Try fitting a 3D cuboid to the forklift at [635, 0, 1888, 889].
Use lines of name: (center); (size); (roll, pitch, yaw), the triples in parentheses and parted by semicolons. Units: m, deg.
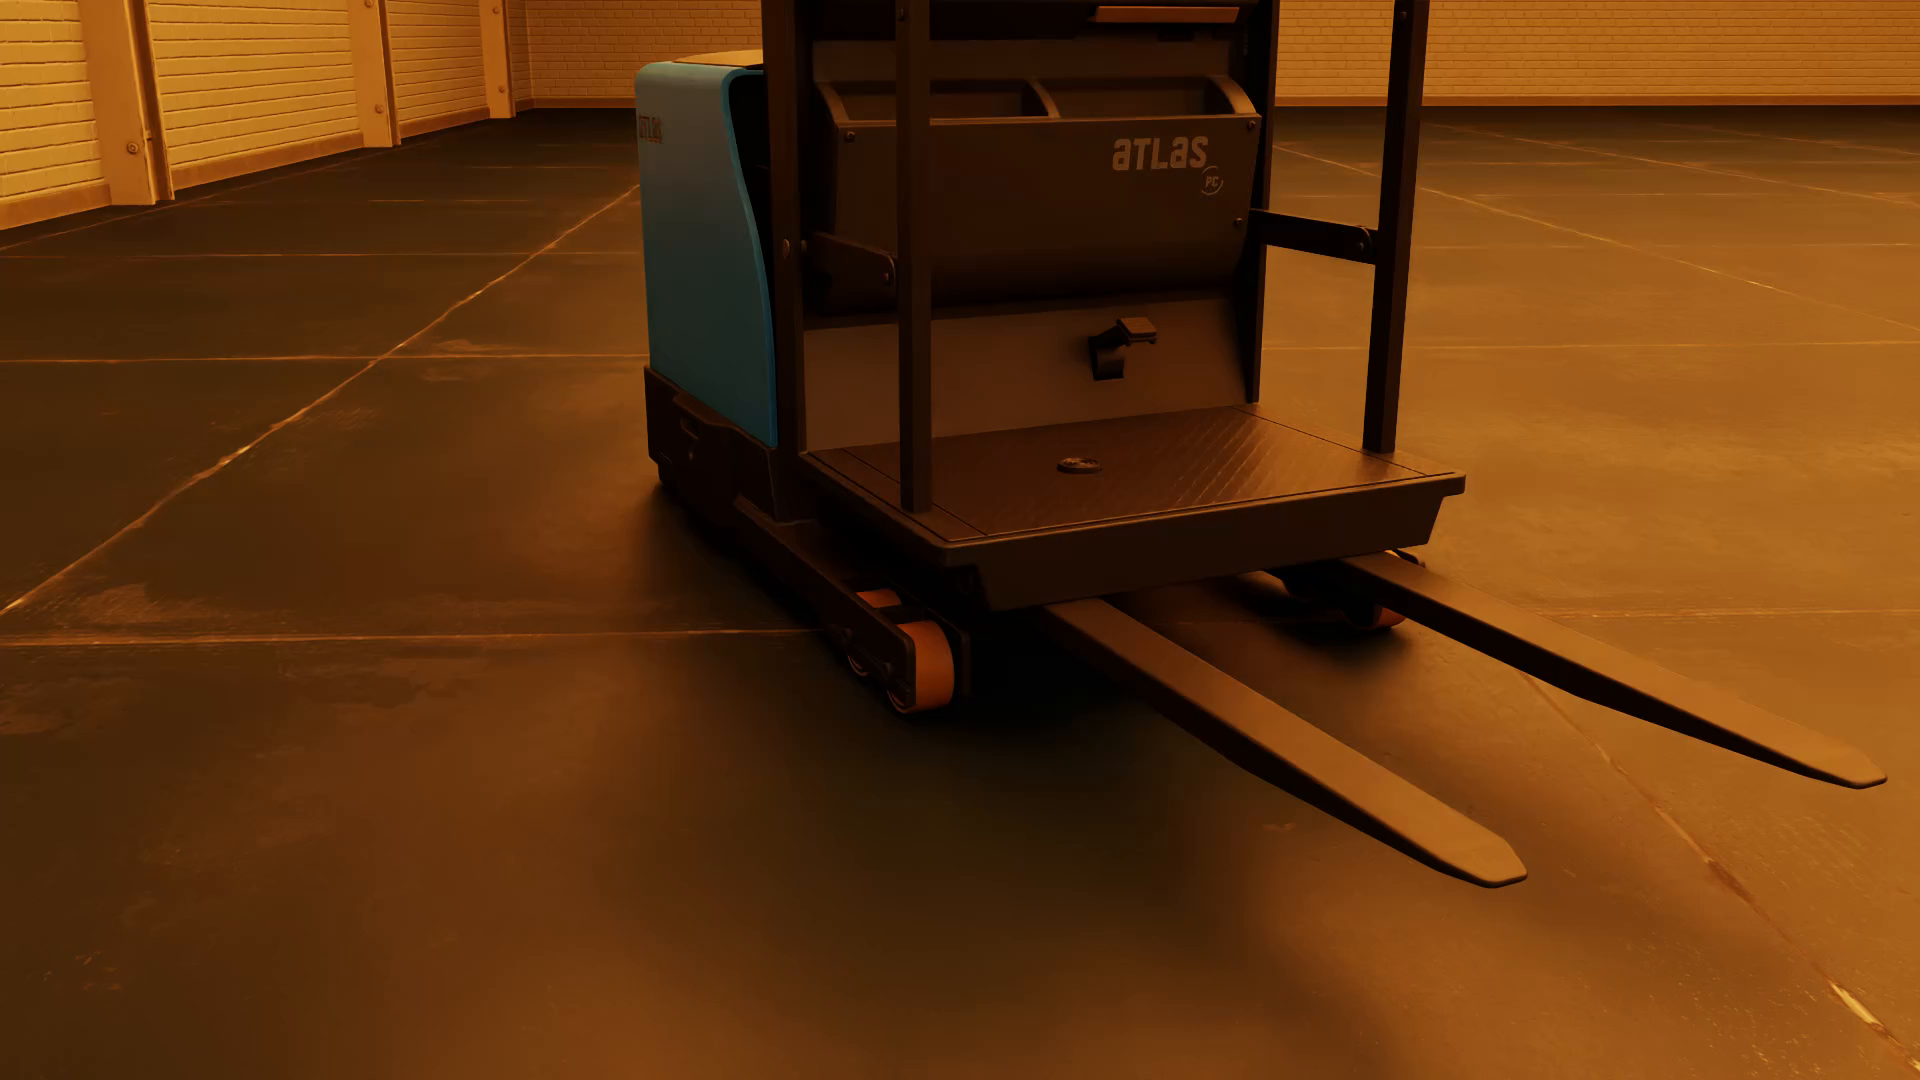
forklift: (0.258, -1.240, 2.962); (1.130, 2.935, 3.031); (-8, 19, -24)
